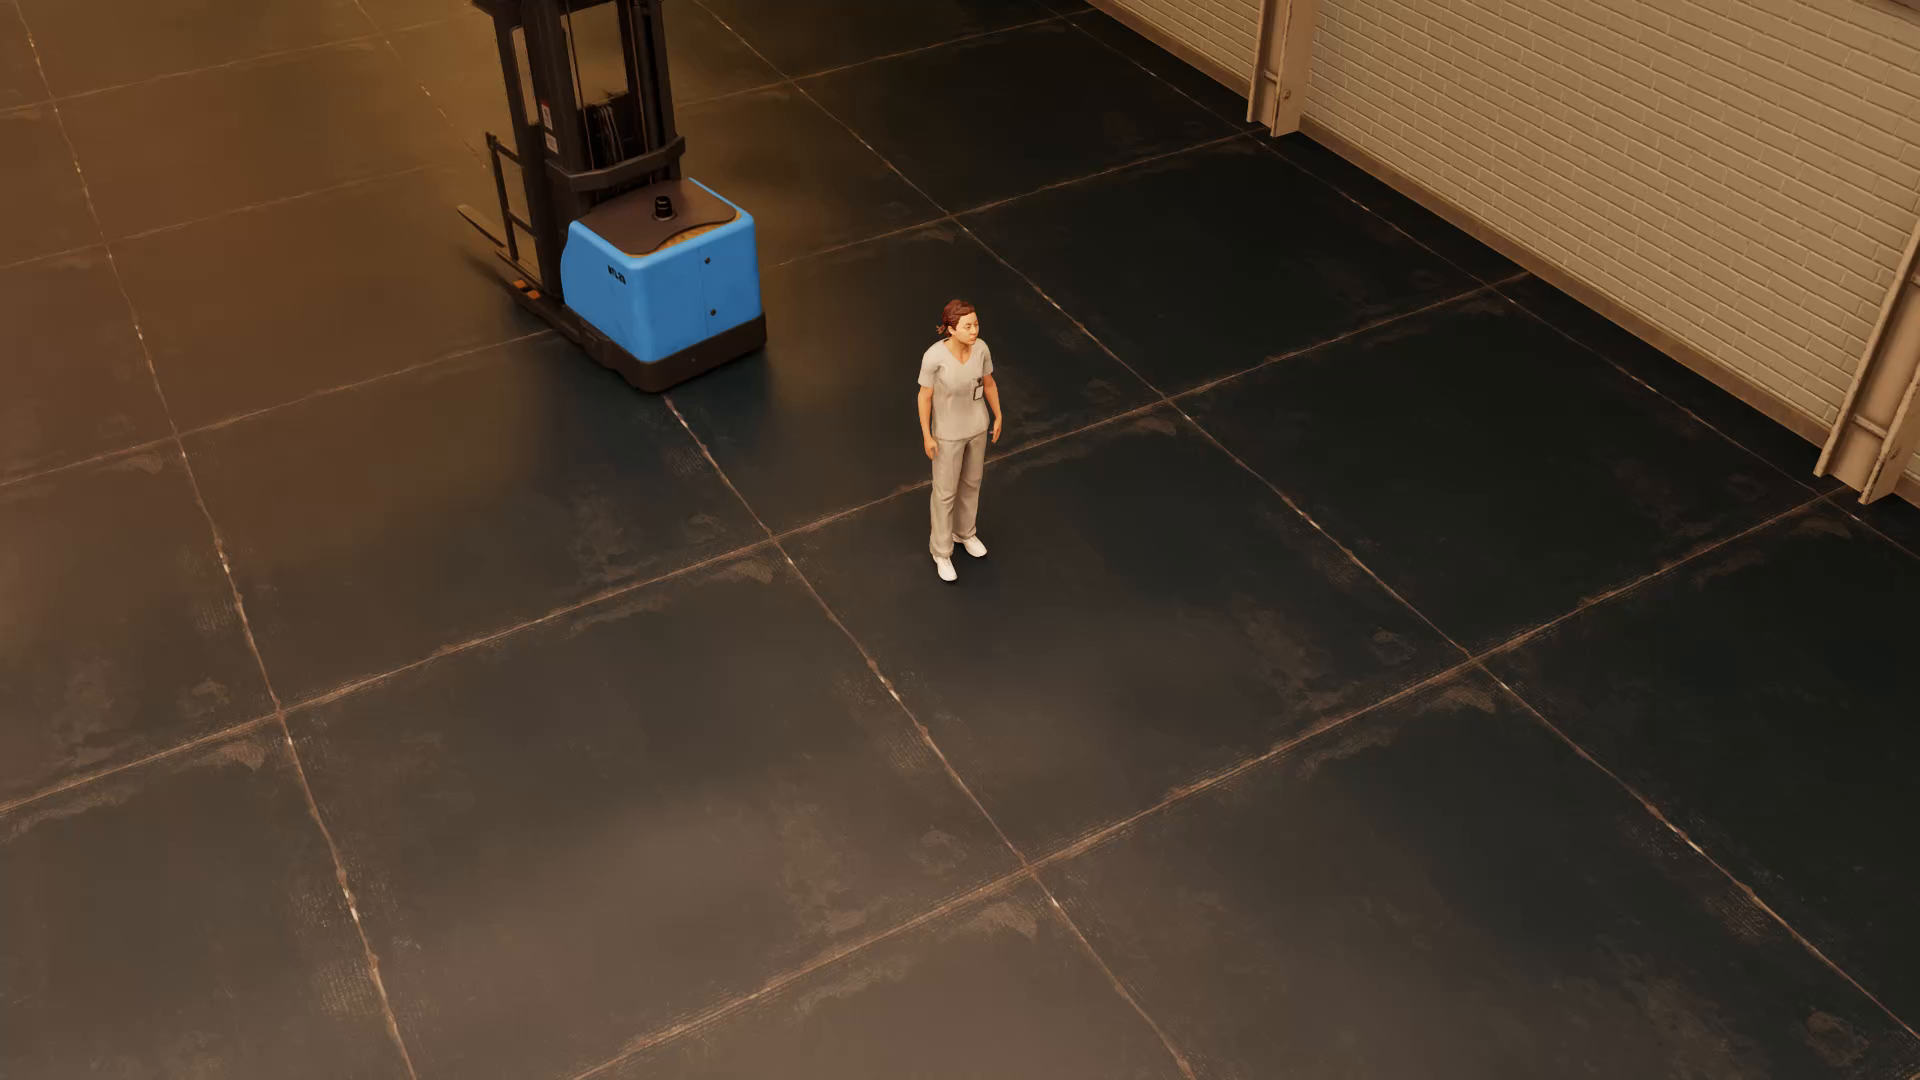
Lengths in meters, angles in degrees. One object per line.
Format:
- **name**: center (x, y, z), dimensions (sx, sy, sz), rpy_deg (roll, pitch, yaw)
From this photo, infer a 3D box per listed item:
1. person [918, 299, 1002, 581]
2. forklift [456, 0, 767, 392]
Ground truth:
- **person**: center (0.025, -0.606, 9.738), dimensions (0.549, 1.675, 0.549), rpy_deg (-20, 44, -23)
- **forklift**: center (-2.736, -3.007, 11.661), dimensions (1.130, 2.935, 3.031), rpy_deg (-29, 48, -31)
